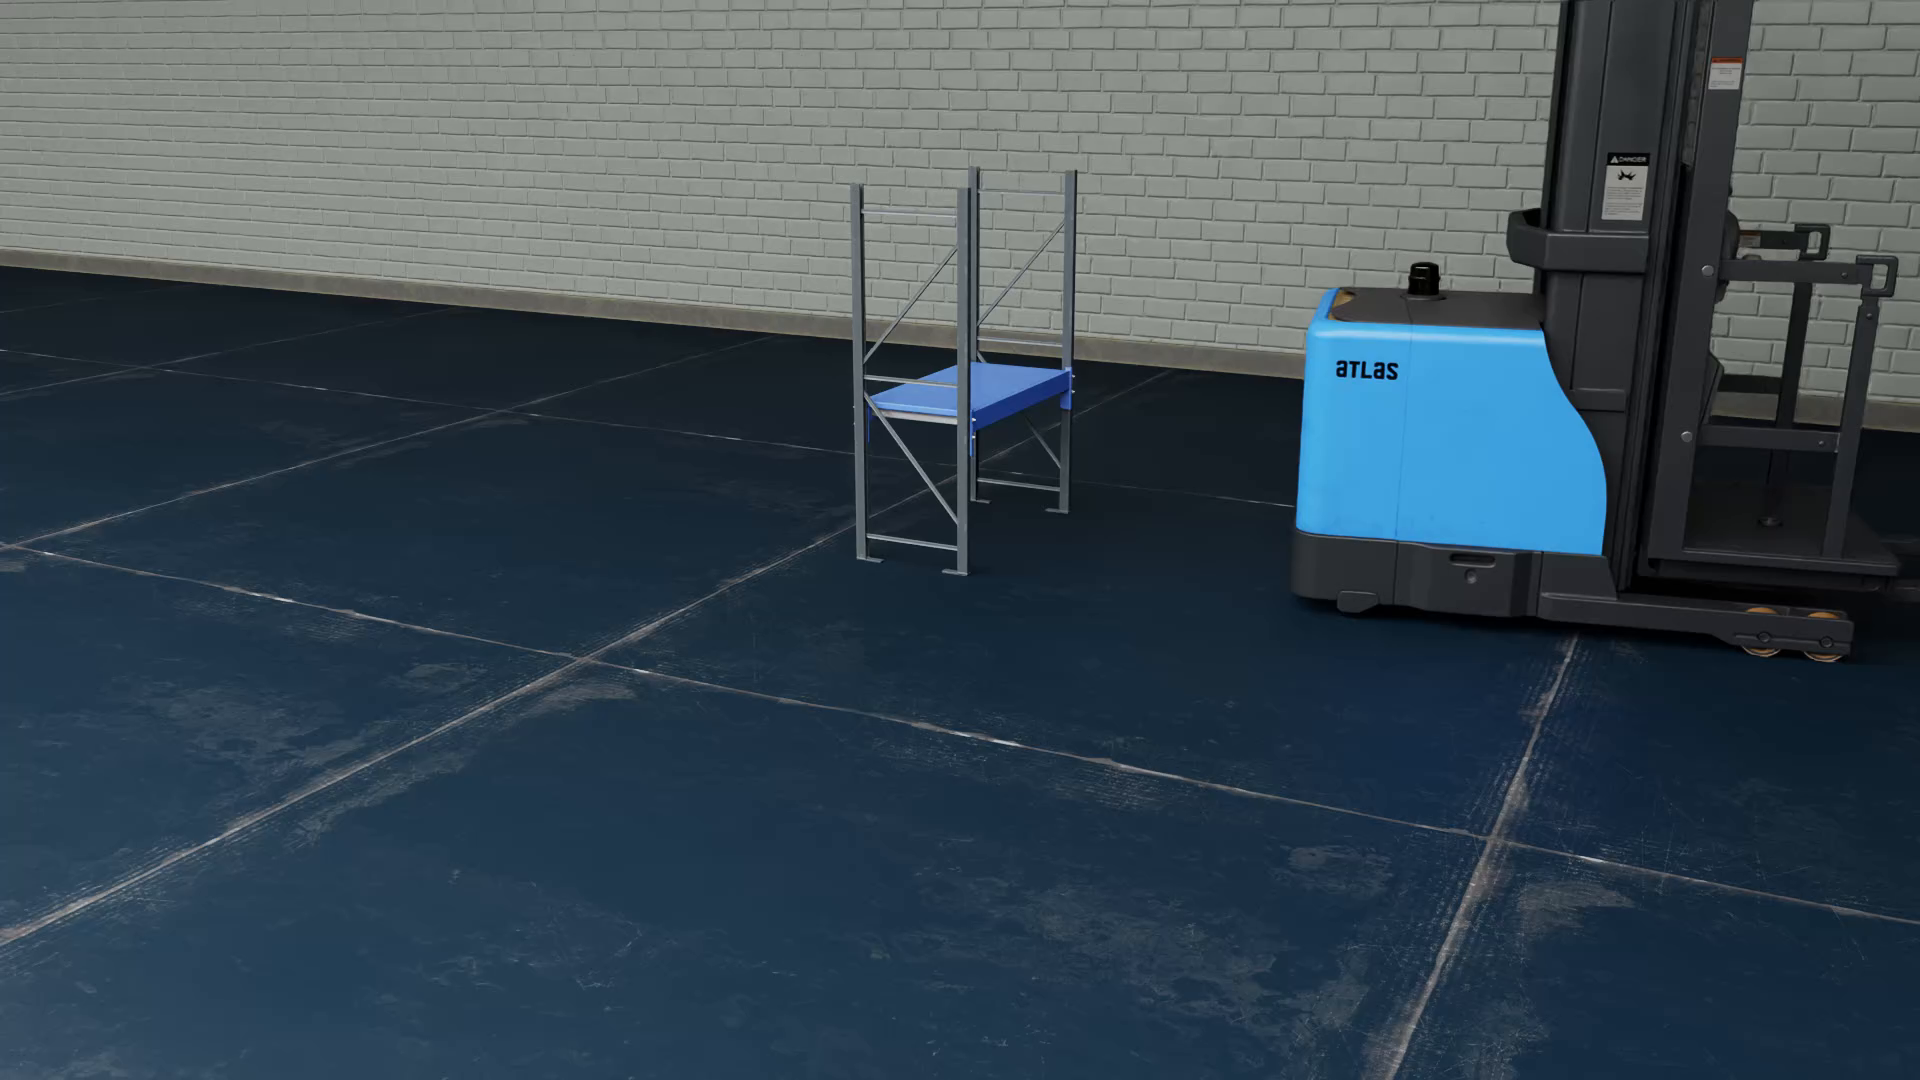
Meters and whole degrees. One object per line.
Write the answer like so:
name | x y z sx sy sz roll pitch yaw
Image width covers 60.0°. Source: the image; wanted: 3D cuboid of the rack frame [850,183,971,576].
rack frame | -0.189 -0.611 6.448 0.500 1.500 0.032 8 18 25

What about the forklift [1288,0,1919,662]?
forklift | 2.792 -1.159 5.779 3.031 2.935 1.130 4 17 15

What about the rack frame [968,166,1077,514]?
rack frame | 0.265 -0.870 7.320 0.500 1.500 0.032 8 18 25

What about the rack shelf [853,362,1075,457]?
rack shelf | 0.038 -0.568 6.935 0.538 0.185 1.000 8 18 25

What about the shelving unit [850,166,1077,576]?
shelving unit | 0.038 -0.741 6.884 0.538 1.500 1.048 8 18 25
